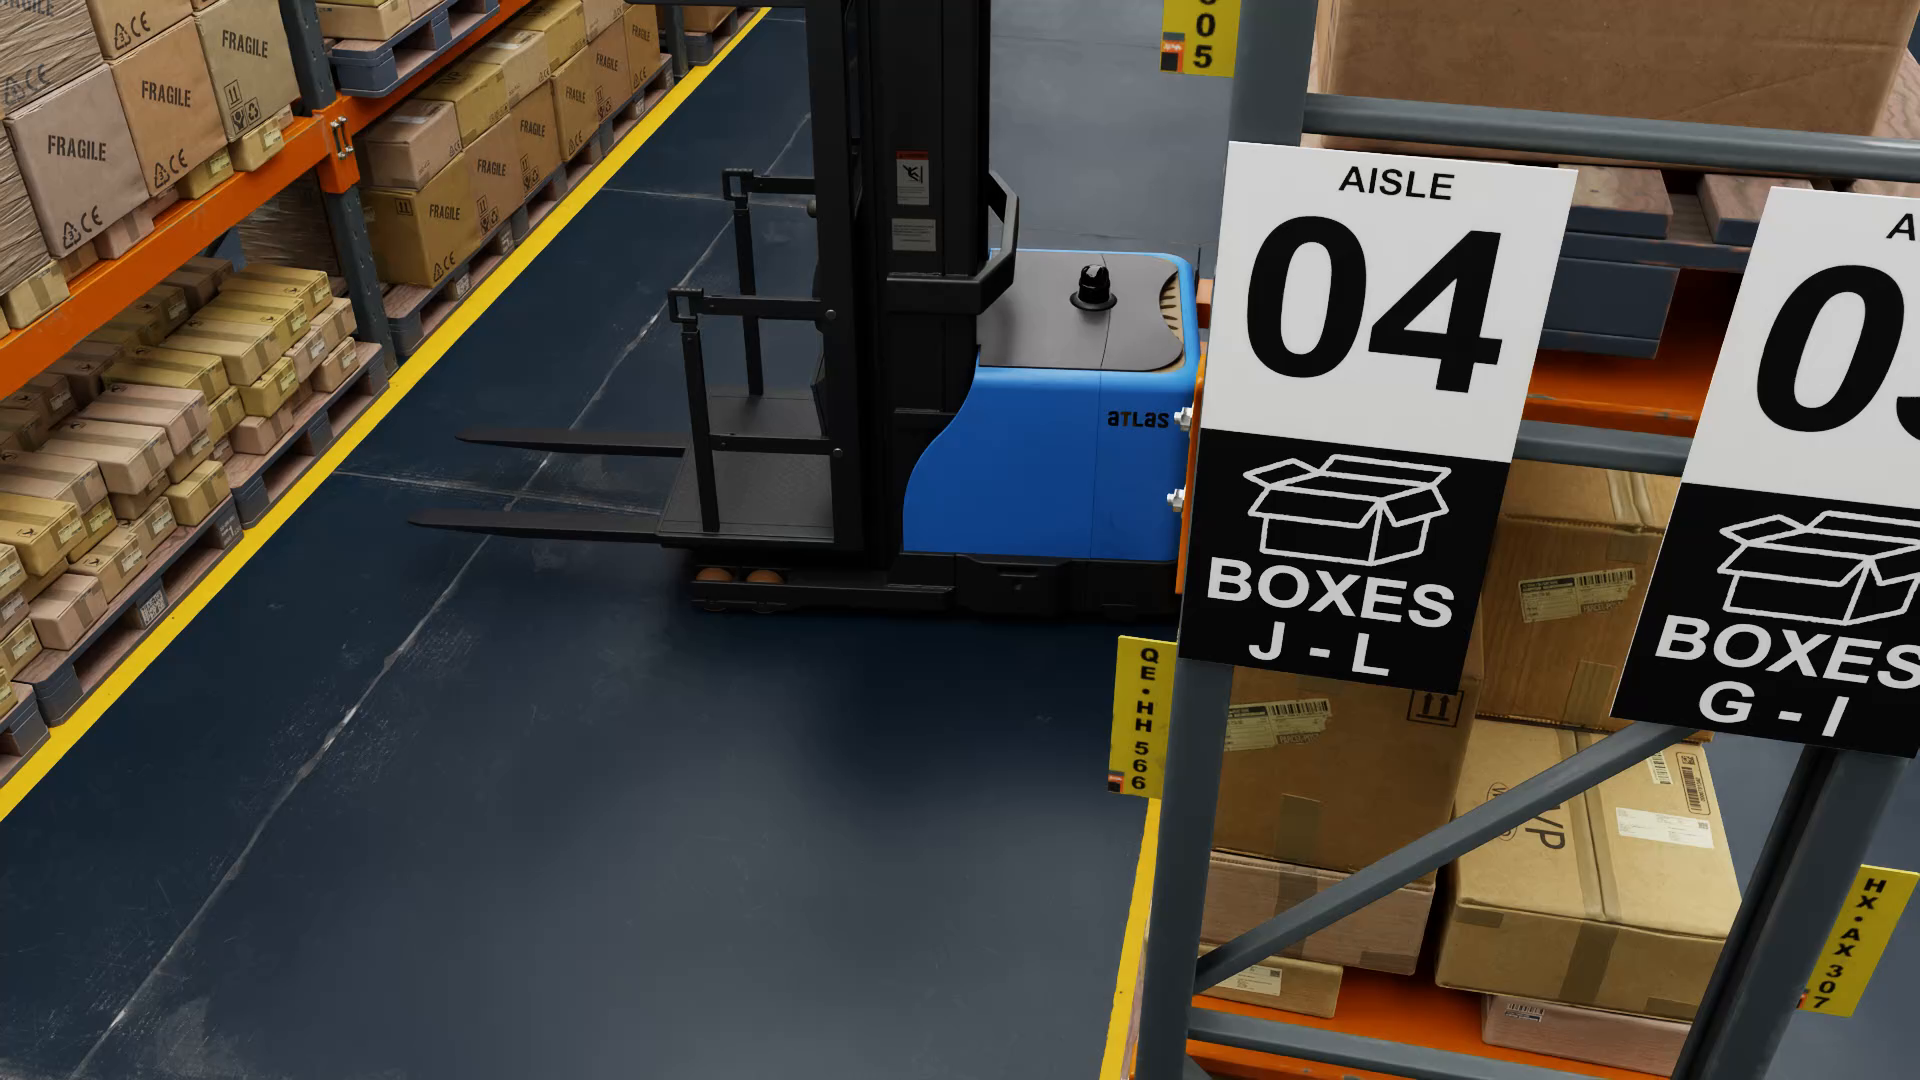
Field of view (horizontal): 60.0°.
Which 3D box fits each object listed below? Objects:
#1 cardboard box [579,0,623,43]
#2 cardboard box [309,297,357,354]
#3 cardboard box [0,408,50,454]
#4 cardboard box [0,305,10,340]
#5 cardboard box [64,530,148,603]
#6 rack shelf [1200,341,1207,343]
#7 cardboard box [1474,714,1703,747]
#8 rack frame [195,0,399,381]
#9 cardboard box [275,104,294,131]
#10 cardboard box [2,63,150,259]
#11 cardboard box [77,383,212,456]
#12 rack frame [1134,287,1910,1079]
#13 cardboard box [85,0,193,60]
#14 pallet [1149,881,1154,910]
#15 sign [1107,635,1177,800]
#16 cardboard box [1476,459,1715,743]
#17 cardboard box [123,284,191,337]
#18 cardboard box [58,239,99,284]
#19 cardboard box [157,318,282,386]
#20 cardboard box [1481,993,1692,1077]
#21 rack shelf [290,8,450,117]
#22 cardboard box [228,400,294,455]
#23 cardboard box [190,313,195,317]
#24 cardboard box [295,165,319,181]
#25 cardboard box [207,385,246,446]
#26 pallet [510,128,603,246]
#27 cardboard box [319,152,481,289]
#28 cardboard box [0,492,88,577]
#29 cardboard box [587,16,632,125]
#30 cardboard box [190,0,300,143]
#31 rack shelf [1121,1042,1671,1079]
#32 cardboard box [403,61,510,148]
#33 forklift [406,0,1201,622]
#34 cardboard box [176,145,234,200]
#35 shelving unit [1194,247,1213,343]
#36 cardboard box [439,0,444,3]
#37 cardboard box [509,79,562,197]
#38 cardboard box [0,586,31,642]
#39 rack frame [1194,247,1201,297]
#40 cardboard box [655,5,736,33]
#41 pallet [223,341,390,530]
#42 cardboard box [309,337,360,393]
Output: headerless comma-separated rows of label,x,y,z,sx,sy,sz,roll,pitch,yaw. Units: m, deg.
cardboard box,-2.285,-3.087,9.587,0.500,0.250,0.500,8,37,11
cardboard box,-2.909,-0.964,7.342,0.380,0.149,0.250,8,37,11
cardboard box,-3.696,-0.377,6.279,0.380,0.149,0.250,6,36,8
cardboard box,-3.334,-0.699,5.372,0.380,0.149,0.250,9,37,12
cardboard box,-3.265,0.081,6.154,0.380,0.149,0.250,7,37,10
rack shelf,1.052,-0.655,6.776,0.240,0.259,0.215,6,37,9
cardboard box,1.288,0.325,3.620,0.500,0.250,0.500,7,37,9
rack frame,-3.152,-2.048,7.020,1.000,3.000,0.127,7,37,10
cardboard box,-2.985,-1.753,6.827,0.380,0.149,0.250,7,37,9
cardboard box,-3.199,-1.314,5.668,0.500,0.500,0.500,7,37,10
cardboard box,-3.135,-0.467,6.403,0.380,0.149,0.250,6,36,8
rack frame,0.817,0.925,2.918,1.000,3.000,0.127,7,37,10
cardboard box,-3.094,-2.014,5.781,0.500,0.500,0.500,6,36,8
pallet,1.174,0.888,5.345,1.003,0.211,1.213,7,37,10
sign,0.290,0.284,2.614,0.100,0.325,0.005,7,37,10
cardboard box,1.290,0.033,3.383,0.500,0.500,0.500,6,36,9
cardboard box,-3.545,-0.983,7.115,0.380,0.149,0.250,9,37,12
cardboard box,-3.263,-1.003,5.792,0.380,0.149,0.250,7,36,9
cardboard box,-3.036,-0.773,6.825,0.380,0.149,0.250,7,37,10
cardboard box,1.215,0.864,3.216,0.380,0.149,0.250,8,37,10
rack shelf,-2.725,-2.983,8.756,0.919,0.124,3.809,7,37,10
cardboard box,-3.034,-0.498,6.953,0.380,0.149,0.250,6,36,8
cardboard box,-3.543,-1.017,7.415,0.380,0.149,0.250,9,37,12
cardboard box,-3.240,-1.968,8.043,0.500,0.250,0.500,6,36,9
cardboard box,-3.144,-0.520,6.729,0.380,0.149,0.250,8,37,10
pallet,-2.729,-2.067,9.422,1.003,0.211,1.213,7,37,10
cardboard box,-2.736,-1.597,8.169,0.500,0.500,0.500,9,37,12
cardboard box,-3.301,-0.026,5.795,0.380,0.149,0.250,8,37,11
cardboard box,-2.298,-2.792,9.819,0.500,0.500,0.500,9,37,12
cardboard box,-2.980,-1.896,6.472,0.500,0.500,0.500,7,37,10
rack shelf,1.244,0.069,4.711,1.077,0.370,4.000,7,37,10
cardboard box,-2.625,-2.206,8.371,0.500,0.250,0.500,8,37,11
forklift,-0.626,-1.213,5.926,3.031,2.935,1.130,2,36,3
cardboard box,-3.049,-1.446,6.404,0.380,0.149,0.250,9,37,12
shelving unit,1.052,-0.664,6.769,0.252,1.050,0.215,6,37,9
cardboard box,-2.508,-2.587,7.620,0.380,0.149,0.250,8,37,10
cardboard box,-2.525,-2.202,9.004,0.500,0.500,0.500,8,37,11
cardboard box,-3.440,0.242,5.678,0.380,0.149,0.250,6,36,8
rack frame,0.932,-0.676,6.788,0.008,1.050,0.200,6,37,9
cardboard box,-2.080,-3.938,11.187,1.050,0.750,0.750,7,36,9
pallet,-3.261,-0.530,7.301,1.003,0.211,1.213,7,37,10
cardboard box,-2.903,-0.796,7.364,0.380,0.149,0.250,8,37,11
